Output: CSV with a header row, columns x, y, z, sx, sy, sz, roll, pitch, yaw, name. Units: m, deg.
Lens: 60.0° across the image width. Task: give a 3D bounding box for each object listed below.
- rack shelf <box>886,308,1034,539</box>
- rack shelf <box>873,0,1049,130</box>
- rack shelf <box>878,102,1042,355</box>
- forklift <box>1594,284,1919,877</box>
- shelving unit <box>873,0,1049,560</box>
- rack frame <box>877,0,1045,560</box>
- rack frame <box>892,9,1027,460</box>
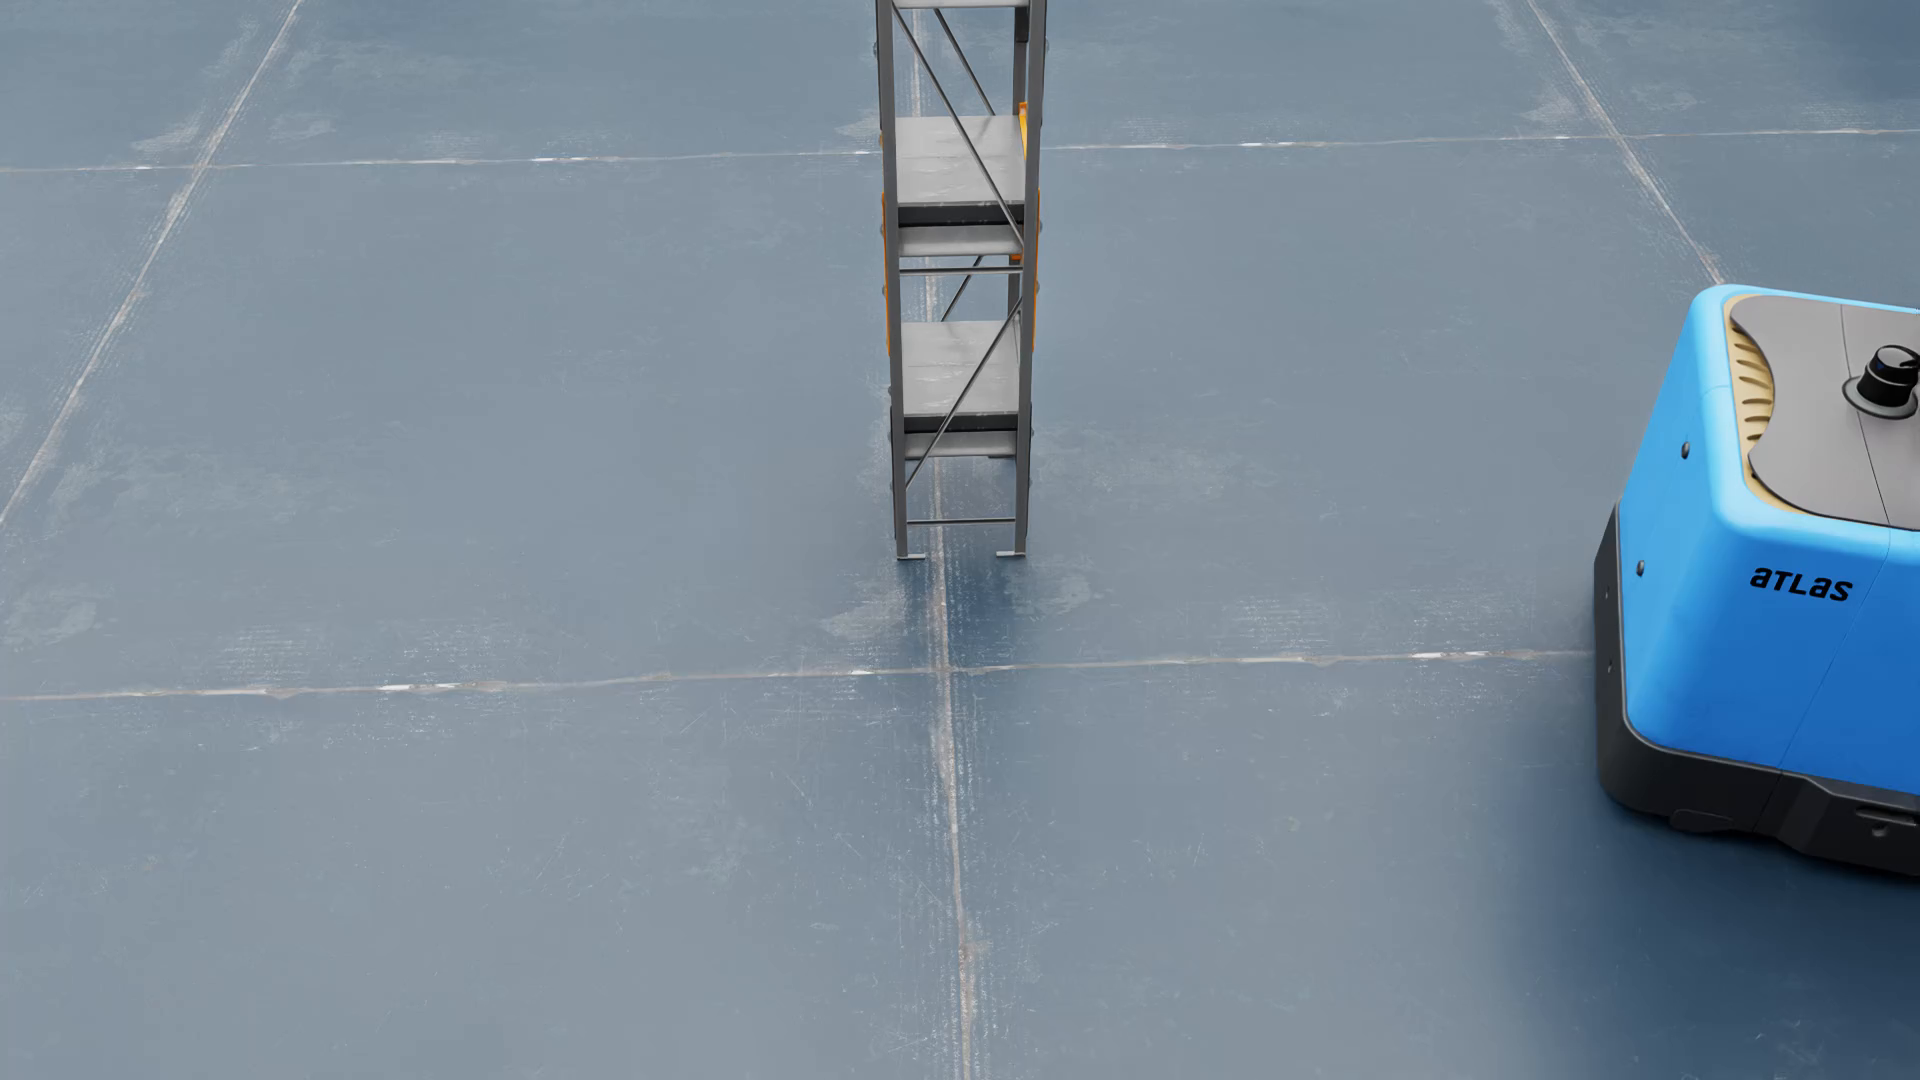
x,y,z,sx,sy,sz,roll,pitch,yaw,name
-0.007,-0.360,5.145,0.431,0.518,0.480,-2,43,-2,rack shelf
-0.007,-1.392,4.199,0.431,0.518,0.480,-2,43,-2,rack shelf
-0.007,-0.876,4.672,0.431,0.518,0.480,-2,43,-2,rack shelf
3.285,-0.413,3.532,3.031,2.935,1.130,10,43,11,forklift
-0.007,-0.886,4.662,0.431,2.100,0.503,-2,43,-2,shelving unit
0.003,-0.721,4.483,0.400,2.100,0.015,-2,43,-2,rack frame
-0.017,-1.051,4.842,0.400,2.100,0.015,-2,43,-2,rack frame
